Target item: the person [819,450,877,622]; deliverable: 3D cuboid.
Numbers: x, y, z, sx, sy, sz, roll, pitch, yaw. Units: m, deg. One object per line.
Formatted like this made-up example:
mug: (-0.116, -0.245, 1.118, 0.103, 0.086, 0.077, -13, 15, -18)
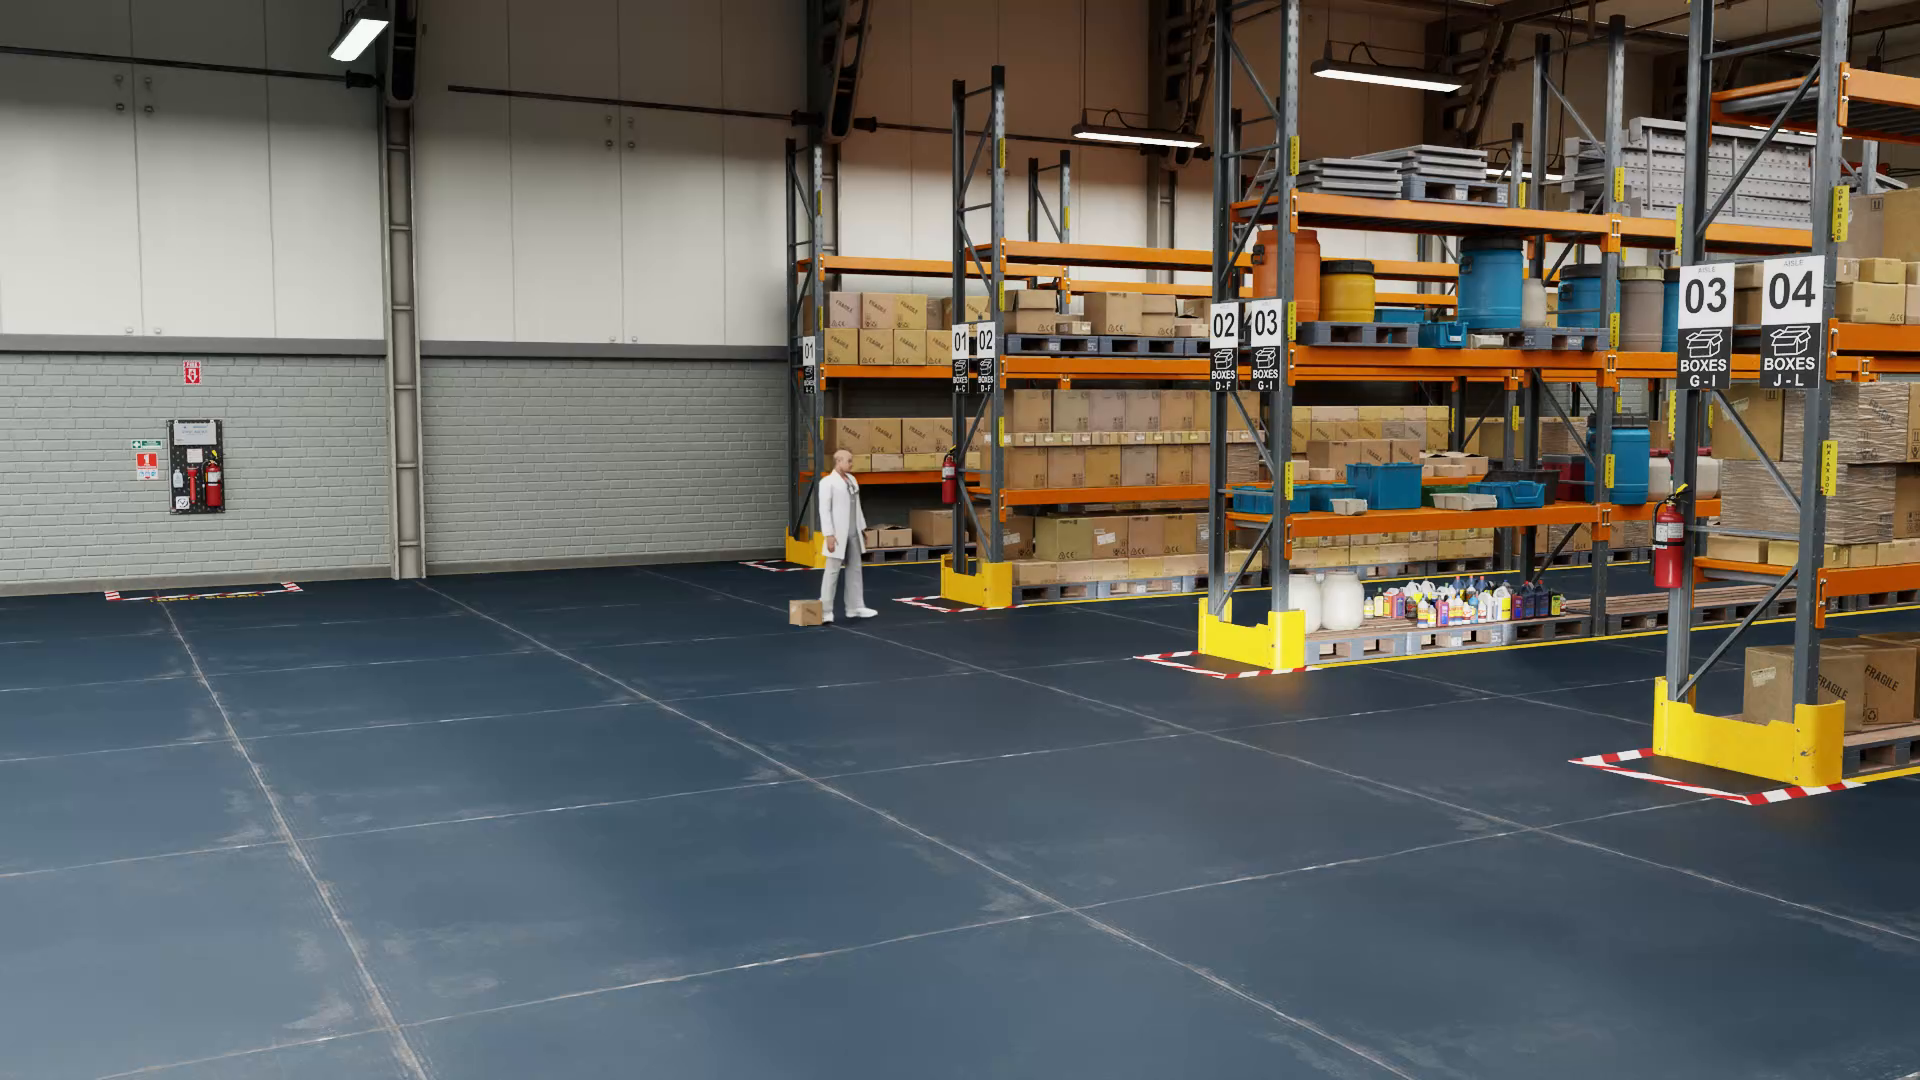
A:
person: (-1.201, -0.051, 17.415, 0.504, 1.787, 0.649, 4, 6, 37)
